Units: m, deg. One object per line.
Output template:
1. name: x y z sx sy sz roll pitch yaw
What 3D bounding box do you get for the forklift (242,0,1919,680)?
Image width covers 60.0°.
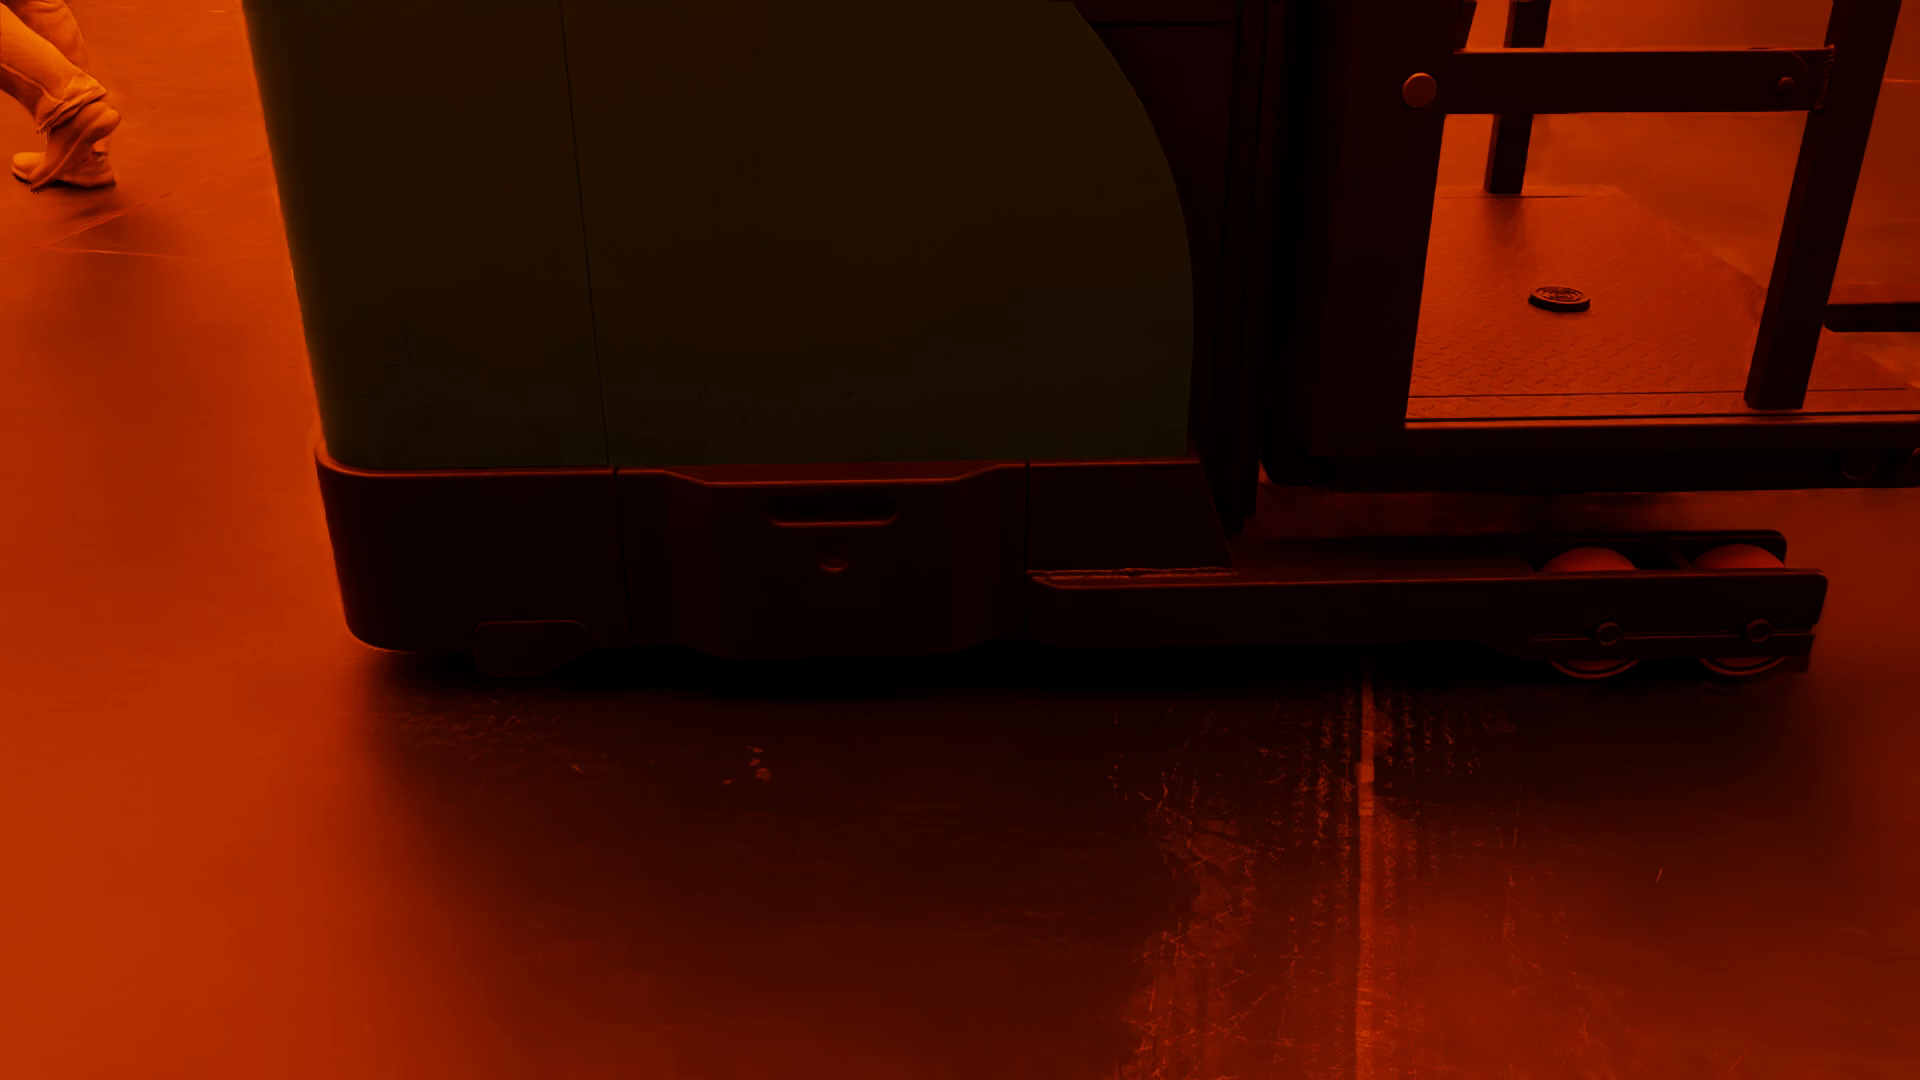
1. forklift: 0.704 -1.368 1.958 3.031 2.935 1.130 -1 27 -2

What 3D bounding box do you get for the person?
1. person: -2.271 -1.678 3.888 0.539 1.747 0.800 7 27 13
